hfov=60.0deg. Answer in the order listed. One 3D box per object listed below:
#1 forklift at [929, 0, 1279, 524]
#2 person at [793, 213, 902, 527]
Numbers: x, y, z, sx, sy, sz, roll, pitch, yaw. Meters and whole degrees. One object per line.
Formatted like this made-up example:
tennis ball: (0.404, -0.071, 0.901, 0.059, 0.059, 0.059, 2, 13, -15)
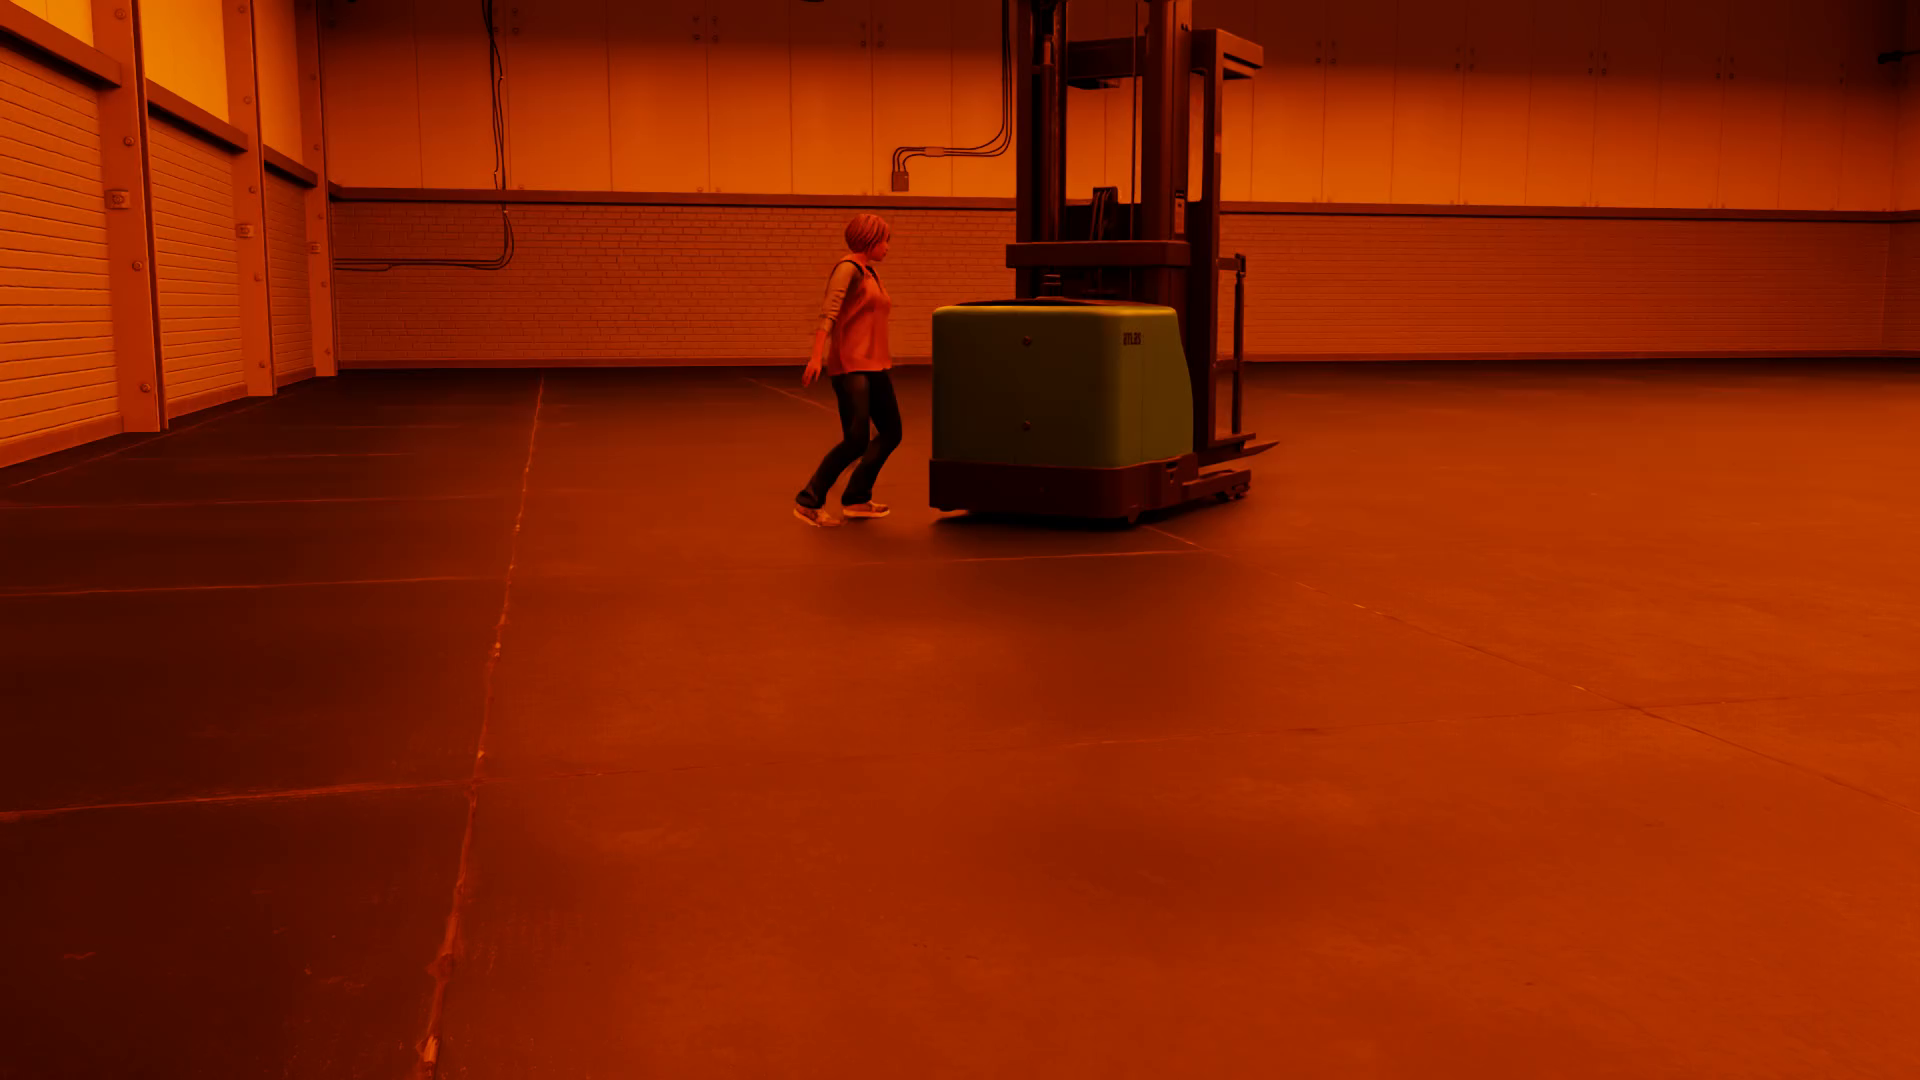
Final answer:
forklift: (0.999, -1.694, 9.235, 1.130, 2.935, 3.031, 4, 9, 29)
person: (-0.581, -0.825, 8.221, 0.440, 1.548, 0.747, 3, 8, 19)
